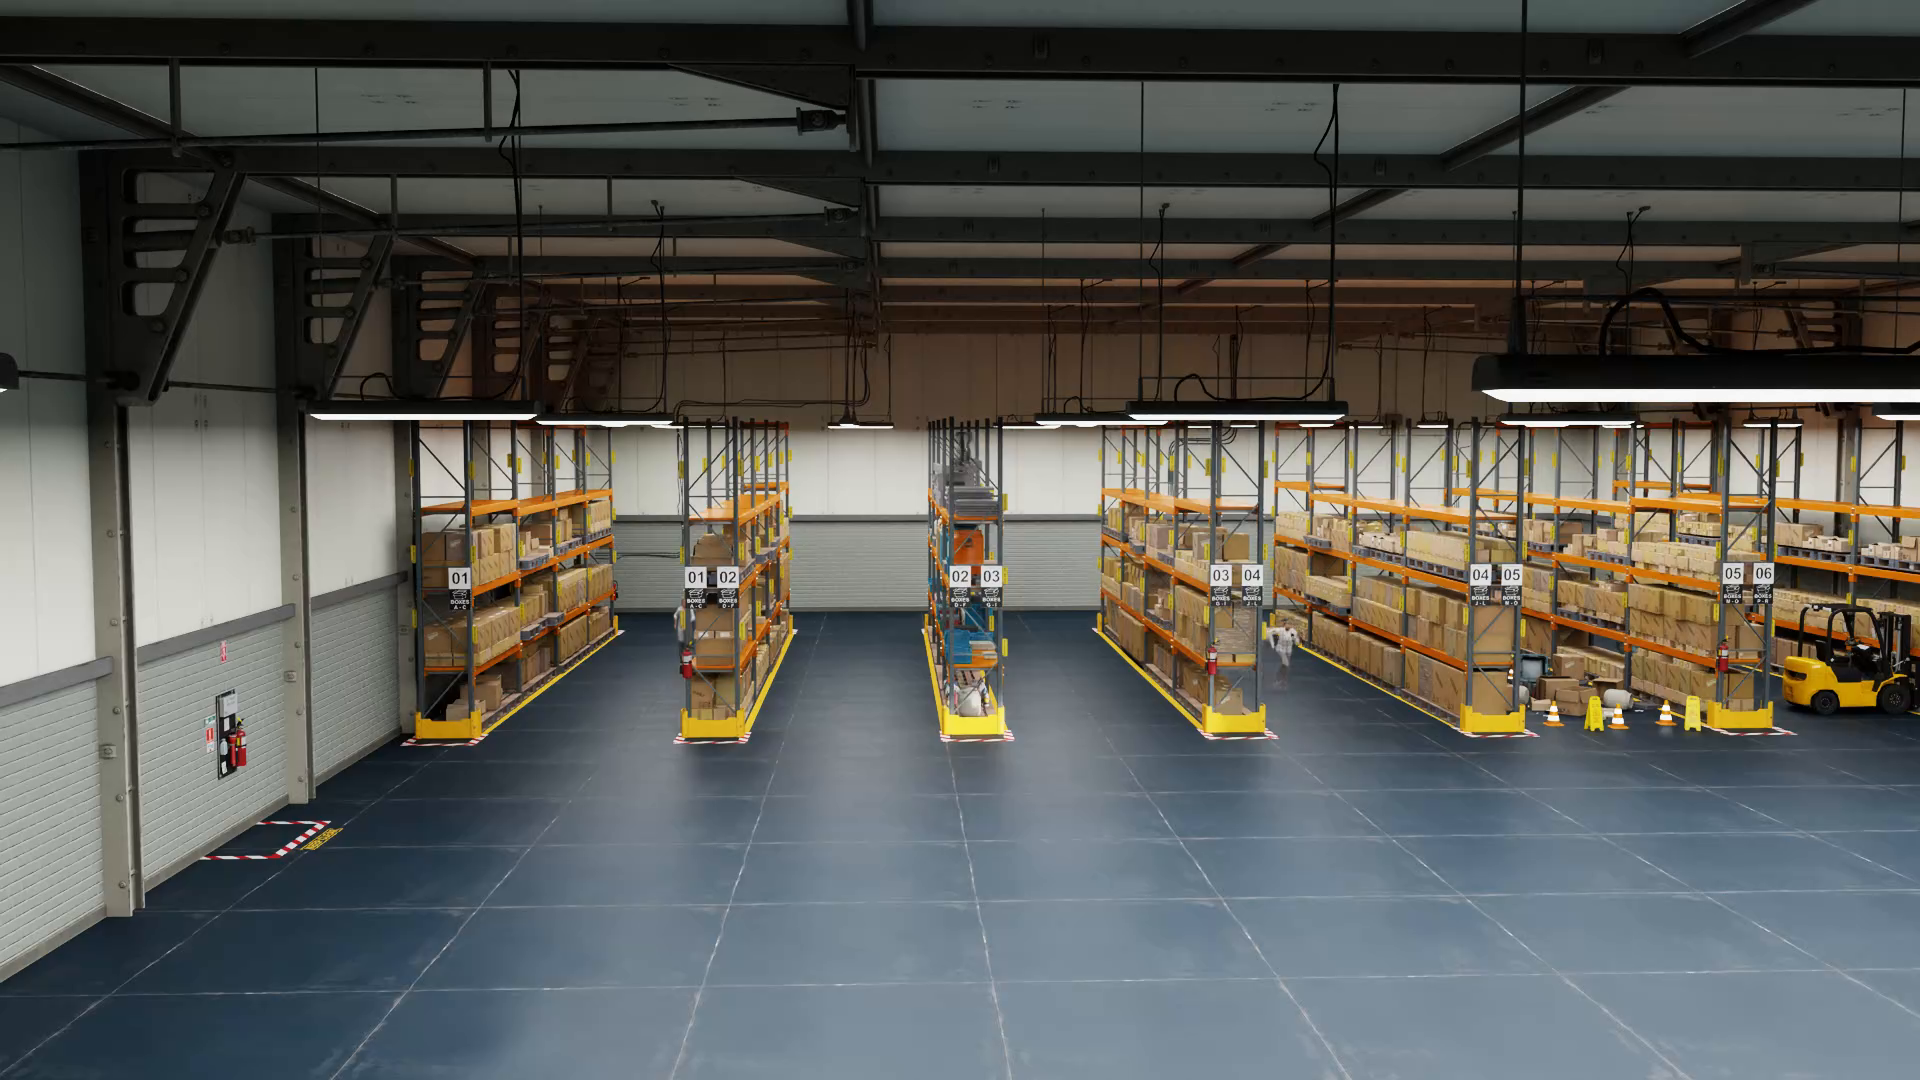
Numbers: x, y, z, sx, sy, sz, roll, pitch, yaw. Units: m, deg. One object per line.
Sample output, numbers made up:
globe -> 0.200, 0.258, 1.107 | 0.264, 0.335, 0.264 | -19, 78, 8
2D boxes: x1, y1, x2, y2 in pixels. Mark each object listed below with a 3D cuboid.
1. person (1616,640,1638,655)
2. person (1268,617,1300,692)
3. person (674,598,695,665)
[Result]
person -> 16.221, 2.235, 40.426 | 0.708, 1.765, 0.824 | -1, 4, -10
person -> 7.151, 2.500, 36.738 | 0.602, 1.649, 0.884 | -1, 4, -16
person -> -6.807, 2.240, 41.086 | 0.509, 1.648, 0.728 | -1, 4, -8
